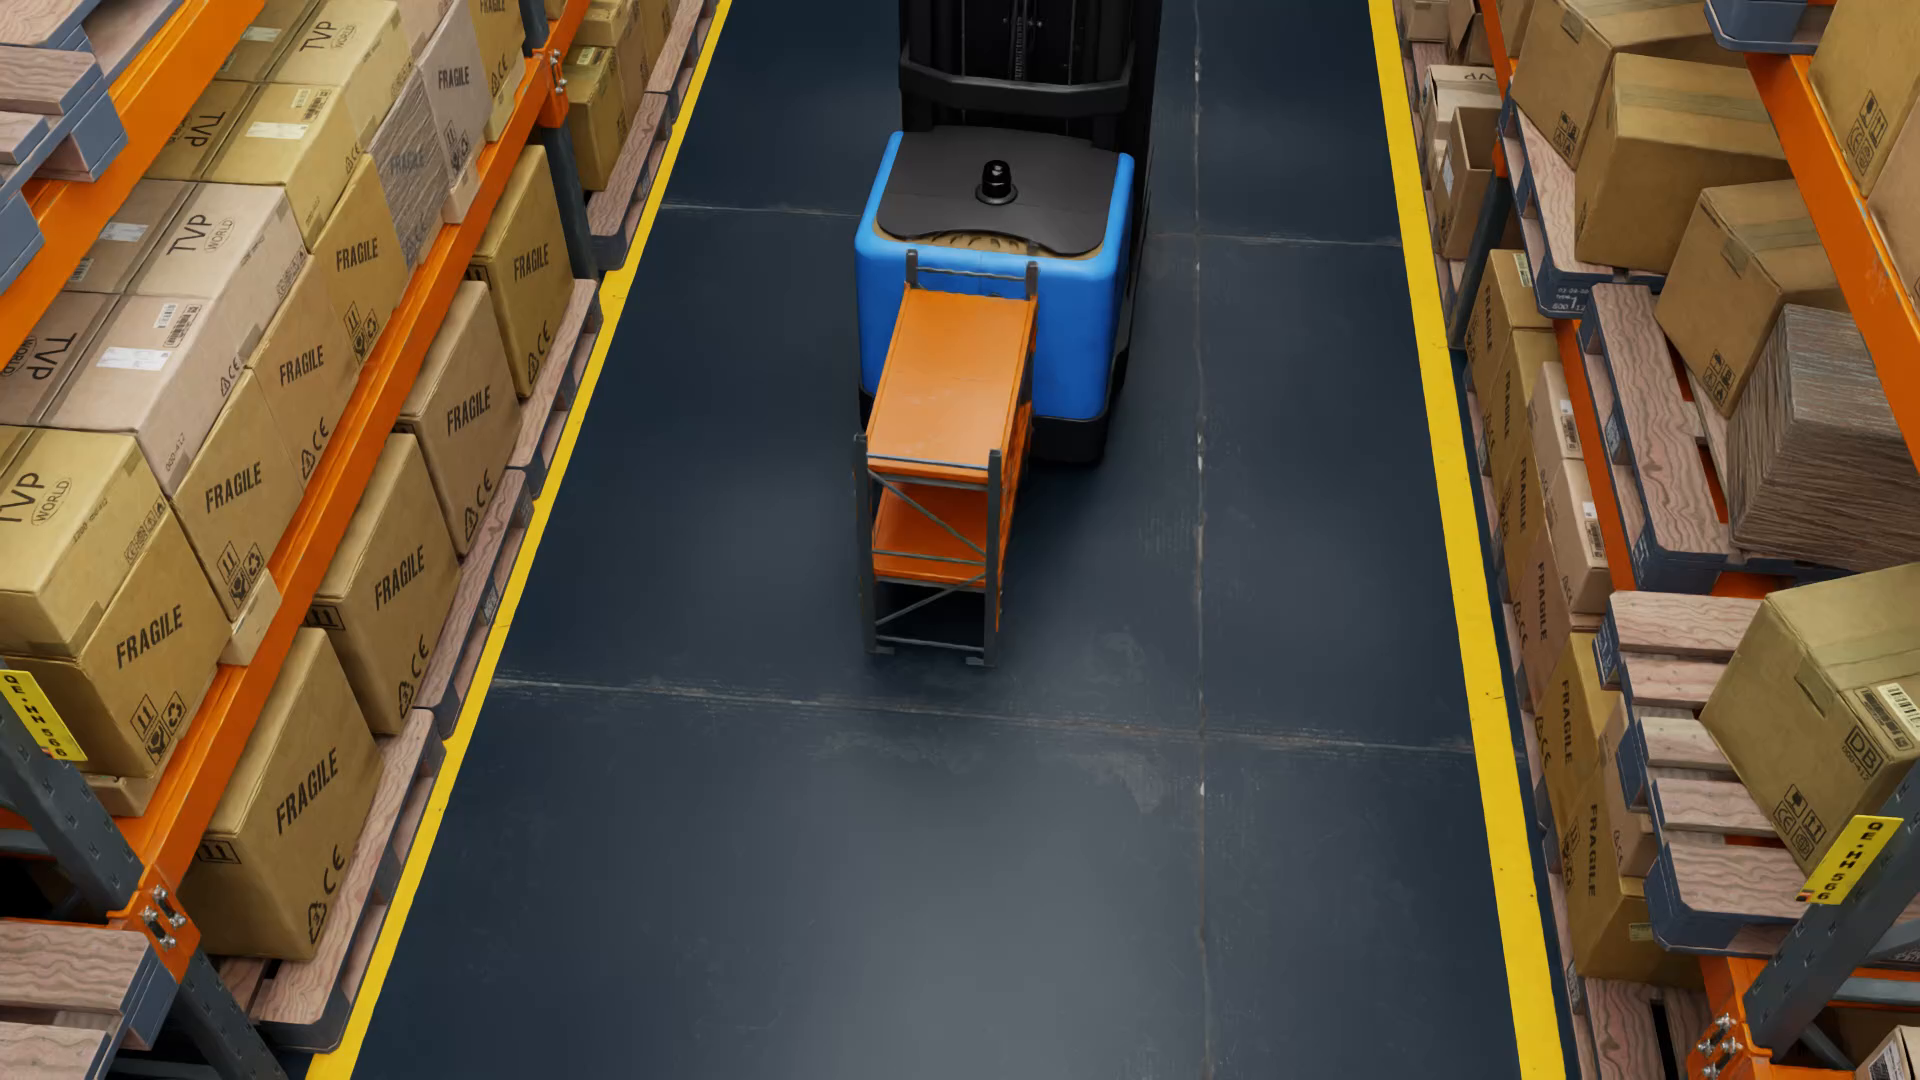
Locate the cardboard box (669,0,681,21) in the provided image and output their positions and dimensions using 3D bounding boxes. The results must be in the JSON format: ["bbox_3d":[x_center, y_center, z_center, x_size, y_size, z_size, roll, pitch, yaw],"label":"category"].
[{"bbox_3d":[-1.896,-3.196,9.076,0.700,0.500,0.500,2,48,2],"label":"cardboard box"}]

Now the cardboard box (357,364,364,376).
[{"bbox_3d":[-2.181,-0.554,5.406,0.380,0.149,0.250,4,48,4],"label":"cardboard box"}]

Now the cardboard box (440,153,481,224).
[{"bbox_3d":[-1.988,-1.299,6.088,0.380,0.149,0.250,4,48,4],"label":"cardboard box"}]

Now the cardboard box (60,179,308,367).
[{"bbox_3d":[-2.182,-0.751,4.639,0.500,0.250,0.500,4,48,4],"label":"cardboard box"}]

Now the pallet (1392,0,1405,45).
[{"bbox_3d":[3.014,-3.243,9.599,1.003,0.211,1.213,4,48,4],"label":"pallet"}]

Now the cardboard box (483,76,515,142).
[{"bbox_3d":[-1.954,-1.684,6.440,0.380,0.149,0.250,5,48,4],"label":"cardboard box"}]

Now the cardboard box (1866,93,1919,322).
[{"bbox_3d":[2.416,-0.691,3.275,0.910,0.500,0.500,4,48,4],"label":"cardboard box"}]

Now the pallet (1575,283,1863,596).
[{"bbox_3d":[2.536,-0.312,5.158,1.003,0.211,1.213,4,48,4],"label":"pallet"}]

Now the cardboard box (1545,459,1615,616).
[{"bbox_3d":[2.305,-0.002,5.633,0.500,0.250,0.500,3,48,3],"label":"cardboard box"}]

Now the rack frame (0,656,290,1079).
[{"bbox_3d":[-2.567,0.723,4.082,0.949,2.616,0.053,4,48,4],"label":"rack frame"}]

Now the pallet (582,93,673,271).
[{"bbox_3d":[-2.058,-1.829,8.306,1.003,0.211,1.213,4,48,4],"label":"pallet"}]

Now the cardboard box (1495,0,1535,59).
[{"bbox_3d":[2.518,-2.305,6.783,0.500,0.500,0.500,5,48,4],"label":"cardboard box"}]

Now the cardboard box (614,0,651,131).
[{"bbox_3d":[-1.986,-2.427,8.372,0.700,0.500,0.500,3,48,3],"label":"cardboard box"}]

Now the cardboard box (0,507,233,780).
[{"bbox_3d":[-2.271,0.242,4.239,0.500,0.500,0.500,5,48,5],"label":"cardboard box"}]

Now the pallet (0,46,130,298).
[{"bbox_3d":[-2.564,-0.703,3.481,1.213,0.211,1.003,6,48,5],"label":"pallet"}]

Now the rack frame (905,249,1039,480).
[{"bbox_3d":[0.042,-0.675,6.629,0.500,1.125,0.032,7,48,6],"label":"rack frame"}]

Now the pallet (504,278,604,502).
[{"bbox_3d":[-2.201,-0.704,7.277,1.003,0.211,1.213,4,48,4],"label":"pallet"}]

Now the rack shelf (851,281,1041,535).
[{"bbox_3d":[-0.033,-0.503,6.073,0.538,0.278,1.000,7,48,6],"label":"rack shelf"}]

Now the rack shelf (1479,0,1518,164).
[{"bbox_3d":[2.910,-3.113,8.078,1.077,0.370,4.000,4,48,4],"label":"rack shelf"}]

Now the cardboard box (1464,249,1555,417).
[{"bbox_3d":[2.441,-0.852,6.919,0.500,0.500,0.500,2,48,2],"label":"cardboard box"}]

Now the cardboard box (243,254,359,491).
[{"bbox_3d":[-2.168,-0.507,4.924,0.500,0.500,0.500,4,48,3],"label":"cardboard box"}]

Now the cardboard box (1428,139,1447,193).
[{"bbox_3d":[2.472,-1.790,8.014,0.380,0.149,0.250,4,48,4],"label":"cardboard box"}]

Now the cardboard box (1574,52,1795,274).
[{"bbox_3d":[2.462,-1.219,5.506,0.700,0.500,0.500,11,48,10],"label":"cardboard box"}]

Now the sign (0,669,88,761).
[{"bbox_3d":[-2.029,0.388,3.657,0.100,0.325,0.005,4,48,4],"label":"sign"}]

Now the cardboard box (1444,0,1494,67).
[{"bbox_3d":[2.894,-2.573,8.490,0.797,0.503,0.637,4,48,4],"label":"cardboard box"}]

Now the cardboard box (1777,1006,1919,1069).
[{"bbox_3d":[2.689,1.433,4.829,0.500,0.500,0.500,6,48,5],"label":"cardboard box"}]

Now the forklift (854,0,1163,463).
[{"bbox_3d":[0.330,-2.417,7.000,1.130,2.935,3.031,7,48,7],"label":"forklift"}]

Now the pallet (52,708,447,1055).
[{"bbox_3d":[-2.423,1.089,5.637,1.003,0.211,1.213,4,48,4],"label":"pallet"}]

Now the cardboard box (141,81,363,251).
[{"bbox_3d":[-2.142,-1.126,4.982,0.500,0.250,0.500,3,48,3],"label":"cardboard box"}]

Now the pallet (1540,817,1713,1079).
[{"bbox_3d":[2.469,1.448,5.309,1.003,0.211,1.213,4,48,4],"label":"pallet"}]

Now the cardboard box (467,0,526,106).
[{"bbox_3d":[-1.997,-2.002,6.291,0.500,0.500,0.500,3,48,3],"label":"cardboard box"}]

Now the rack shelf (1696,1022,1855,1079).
[{"bbox_3d":[2.181,2.765,2.702,1.077,0.370,4.000,4,48,4],"label":"rack shelf"}]

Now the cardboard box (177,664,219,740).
[{"bbox_3d":[-2.278,0.390,4.544,0.380,0.149,0.250,4,48,4],"label":"cardboard box"}]

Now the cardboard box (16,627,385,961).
[{"bbox_3d":[-2.373,0.775,5.207,0.750,0.750,0.750,3,48,3],"label":"cardboard box"}]

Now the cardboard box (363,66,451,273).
[{"bbox_3d":[-2.088,-1.258,5.610,0.500,0.500,0.500,4,48,4],"label":"cardboard box"}]

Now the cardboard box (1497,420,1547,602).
[{"bbox_3d":[2.350,-0.093,6.224,0.500,0.500,0.500,4,48,4],"label":"cardboard box"}]

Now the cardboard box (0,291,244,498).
[{"bbox_3d":[-2.224,-0.383,4.302,0.500,0.250,0.500,3,48,3],"label":"cardboard box"}]

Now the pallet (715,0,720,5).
[{"bbox_3d":[-1.836,-3.622,9.946,1.003,0.211,1.213,4,48,4],"label":"pallet"}]

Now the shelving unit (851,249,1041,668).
[{"bbox_3d":[-0.035,-0.305,6.288,0.538,1.125,1.048,7,48,6],"label":"shelving unit"}]

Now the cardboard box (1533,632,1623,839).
[{"bbox_3d":[2.262,0.665,5.531,0.500,0.500,0.500,2,48,2],"label":"cardboard box"}]

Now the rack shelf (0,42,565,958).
[{"bbox_3d":[-2.388,-0.504,5.692,1.077,0.370,4.000,4,48,4],"label":"rack shelf"}]

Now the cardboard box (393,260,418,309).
[{"bbox_3d":[-2.114,-0.941,5.760,0.380,0.149,0.250,3,48,2],"label":"cardboard box"}]

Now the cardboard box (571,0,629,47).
[{"bbox_3d":[-1.823,-2.516,8.014,0.380,0.149,0.250,5,48,5],"label":"cardboard box"}]

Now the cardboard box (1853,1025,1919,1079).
[{"bbox_3d":[2.287,1.347,3.571,0.500,0.311,0.500,7,48,6],"label":"cardboard box"}]

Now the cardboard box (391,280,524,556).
[{"bbox_3d":[-2.214,-0.493,6.367,0.750,0.750,0.750,5,48,5],"label":"cardboard box"}]

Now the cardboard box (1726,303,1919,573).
[{"bbox_3d":[2.582,-0.252,4.622,0.700,0.500,0.500,12,49,11],"label":"cardboard box"}]

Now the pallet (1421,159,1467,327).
[{"bbox_3d":[2.791,-1.450,7.959,1.003,0.211,1.213,4,48,4],"label":"pallet"}]

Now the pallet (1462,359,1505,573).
[{"bbox_3d":[2.691,-0.345,6.949,1.003,0.211,1.213,4,48,4],"label":"pallet"}]
